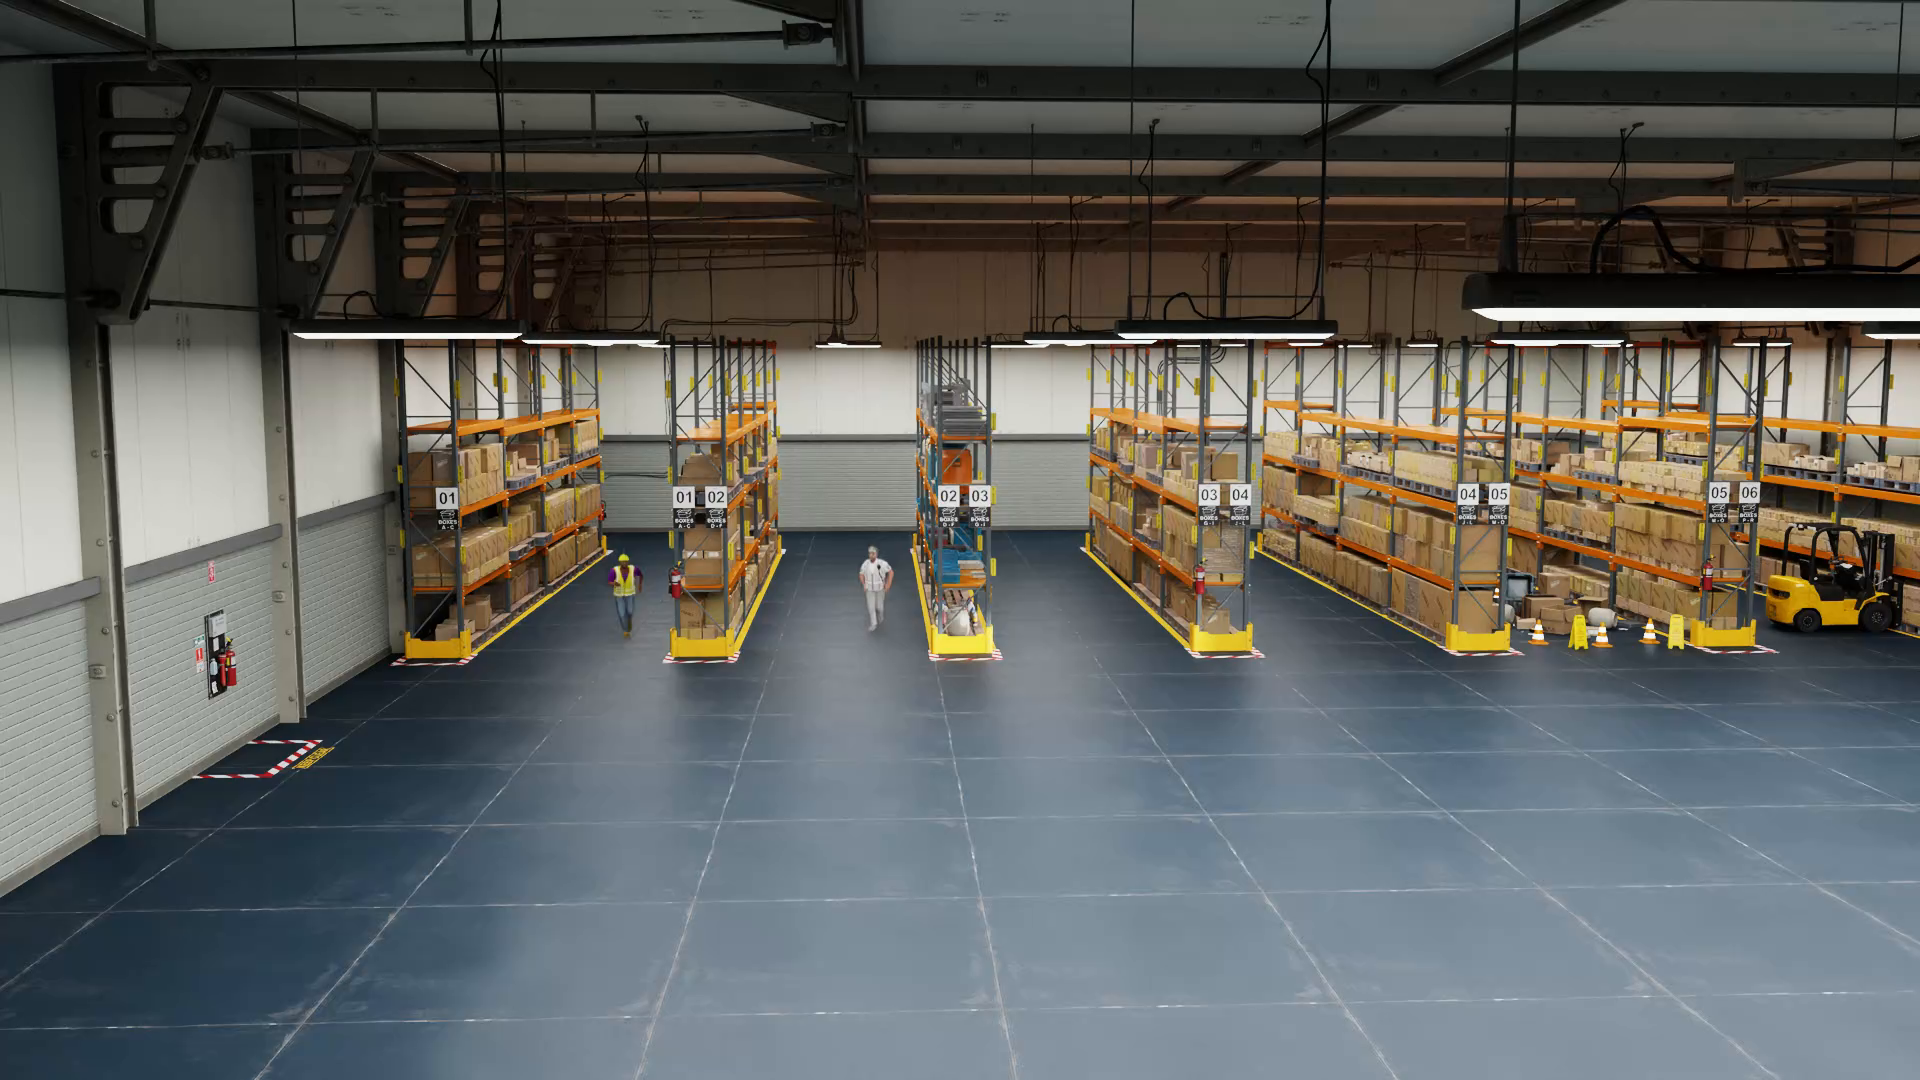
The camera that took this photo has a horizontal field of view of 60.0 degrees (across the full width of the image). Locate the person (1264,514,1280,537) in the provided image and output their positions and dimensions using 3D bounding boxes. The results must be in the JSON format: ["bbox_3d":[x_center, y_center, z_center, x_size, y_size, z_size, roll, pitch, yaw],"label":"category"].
[{"bbox_3d":[9.275,-0.702,49.093,0.857,1.742,0.726,1,7,7],"label":"person"}]

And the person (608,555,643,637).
[{"bbox_3d":[-6.653,1.115,33.097,0.684,1.687,0.762,-1,7,-10],"label":"person"}]

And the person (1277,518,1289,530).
[{"bbox_3d":[9.656,-0.697,49.526,0.565,1.627,0.589,-3,7,-24],"label":"person"}]

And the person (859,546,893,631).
[{"bbox_3d":[-1.743,0.997,34.149,0.687,1.749,0.654,1,7,11],"label":"person"}]
